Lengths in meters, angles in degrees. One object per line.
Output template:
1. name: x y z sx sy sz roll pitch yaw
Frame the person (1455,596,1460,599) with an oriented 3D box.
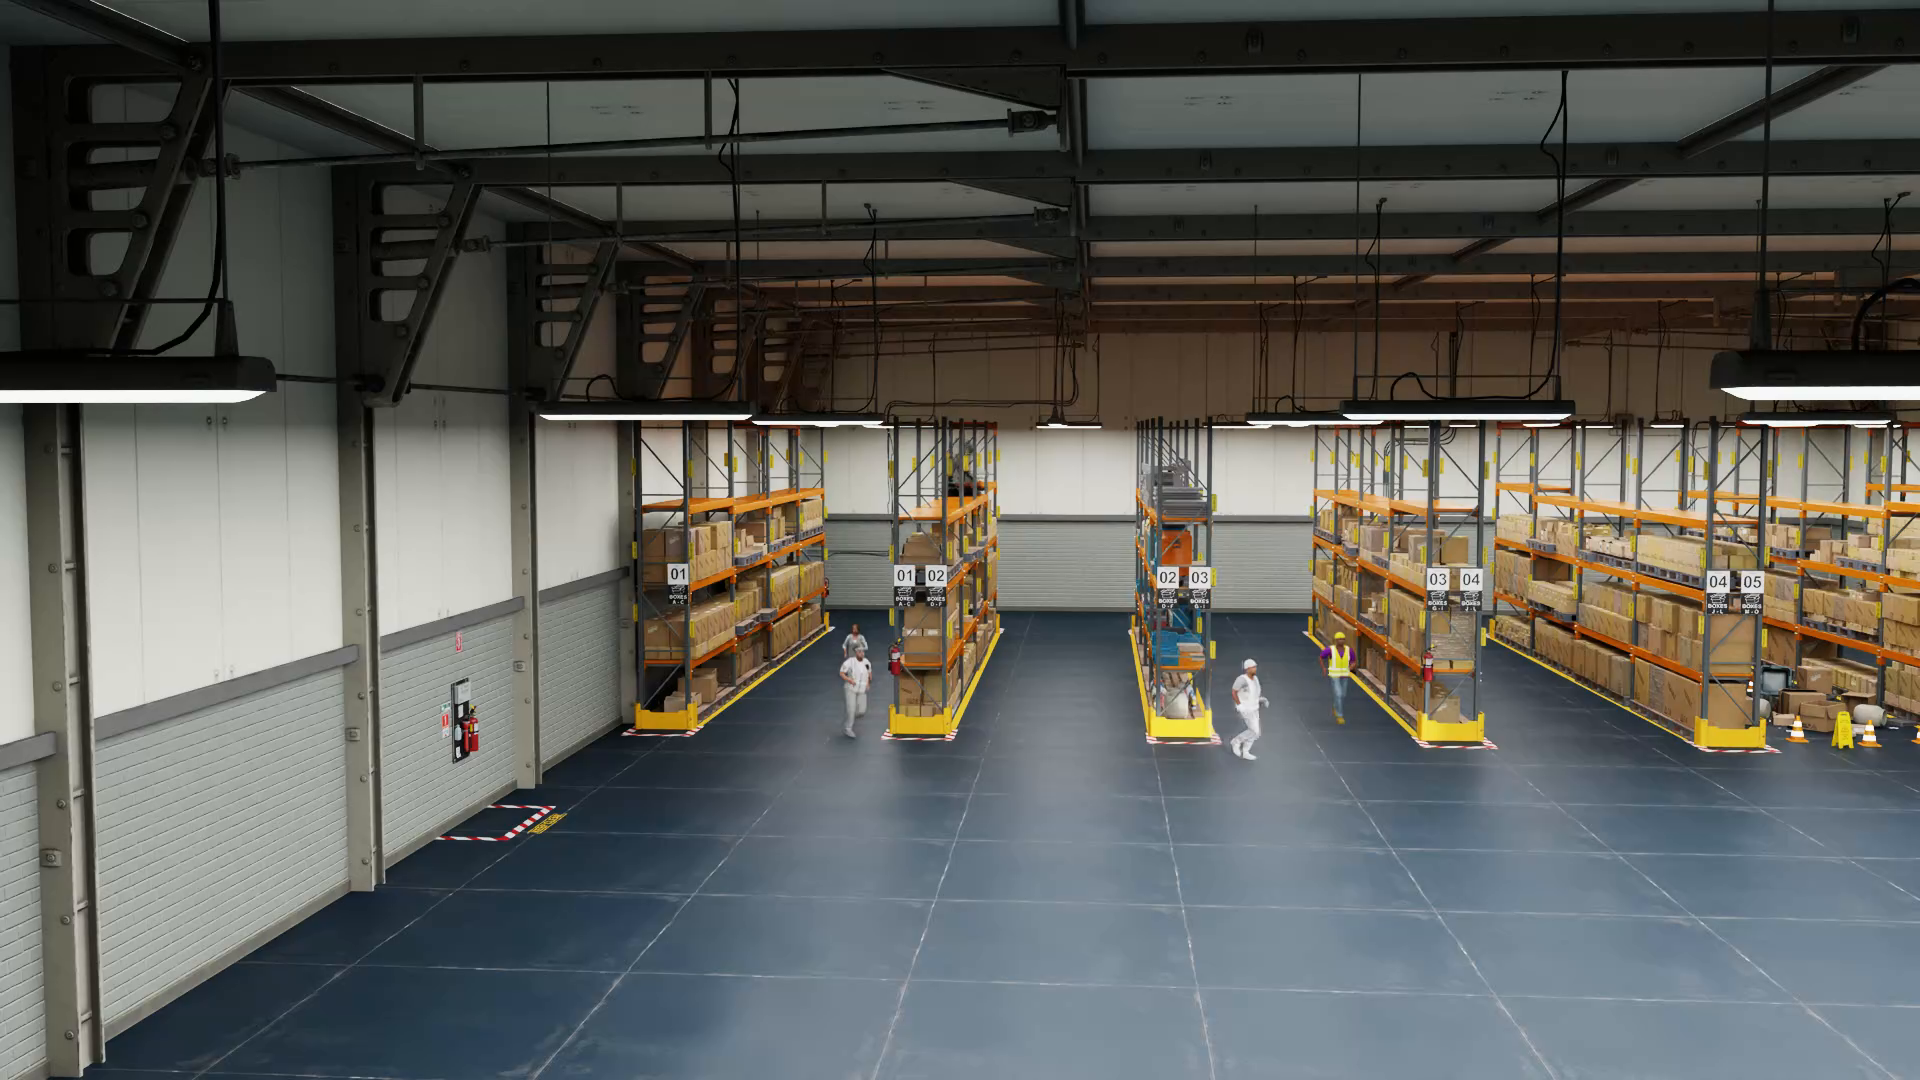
1. person: 13.474 1.892 46.189 0.728 1.638 0.542 3 5 42

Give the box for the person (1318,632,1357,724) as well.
1. person: 7.462 2.687 32.744 0.718 1.758 0.900 0 4 -7

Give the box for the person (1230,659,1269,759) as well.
1. person: 5.057 2.955 29.035 0.588 1.747 0.694 3 5 35

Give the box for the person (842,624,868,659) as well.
1. person: -2.263 2.592 35.860 0.548 1.568 0.805 0 4 -3

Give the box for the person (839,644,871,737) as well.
1. person: -1.947 2.818 31.418 0.688 1.734 0.652 -2 4 -26
